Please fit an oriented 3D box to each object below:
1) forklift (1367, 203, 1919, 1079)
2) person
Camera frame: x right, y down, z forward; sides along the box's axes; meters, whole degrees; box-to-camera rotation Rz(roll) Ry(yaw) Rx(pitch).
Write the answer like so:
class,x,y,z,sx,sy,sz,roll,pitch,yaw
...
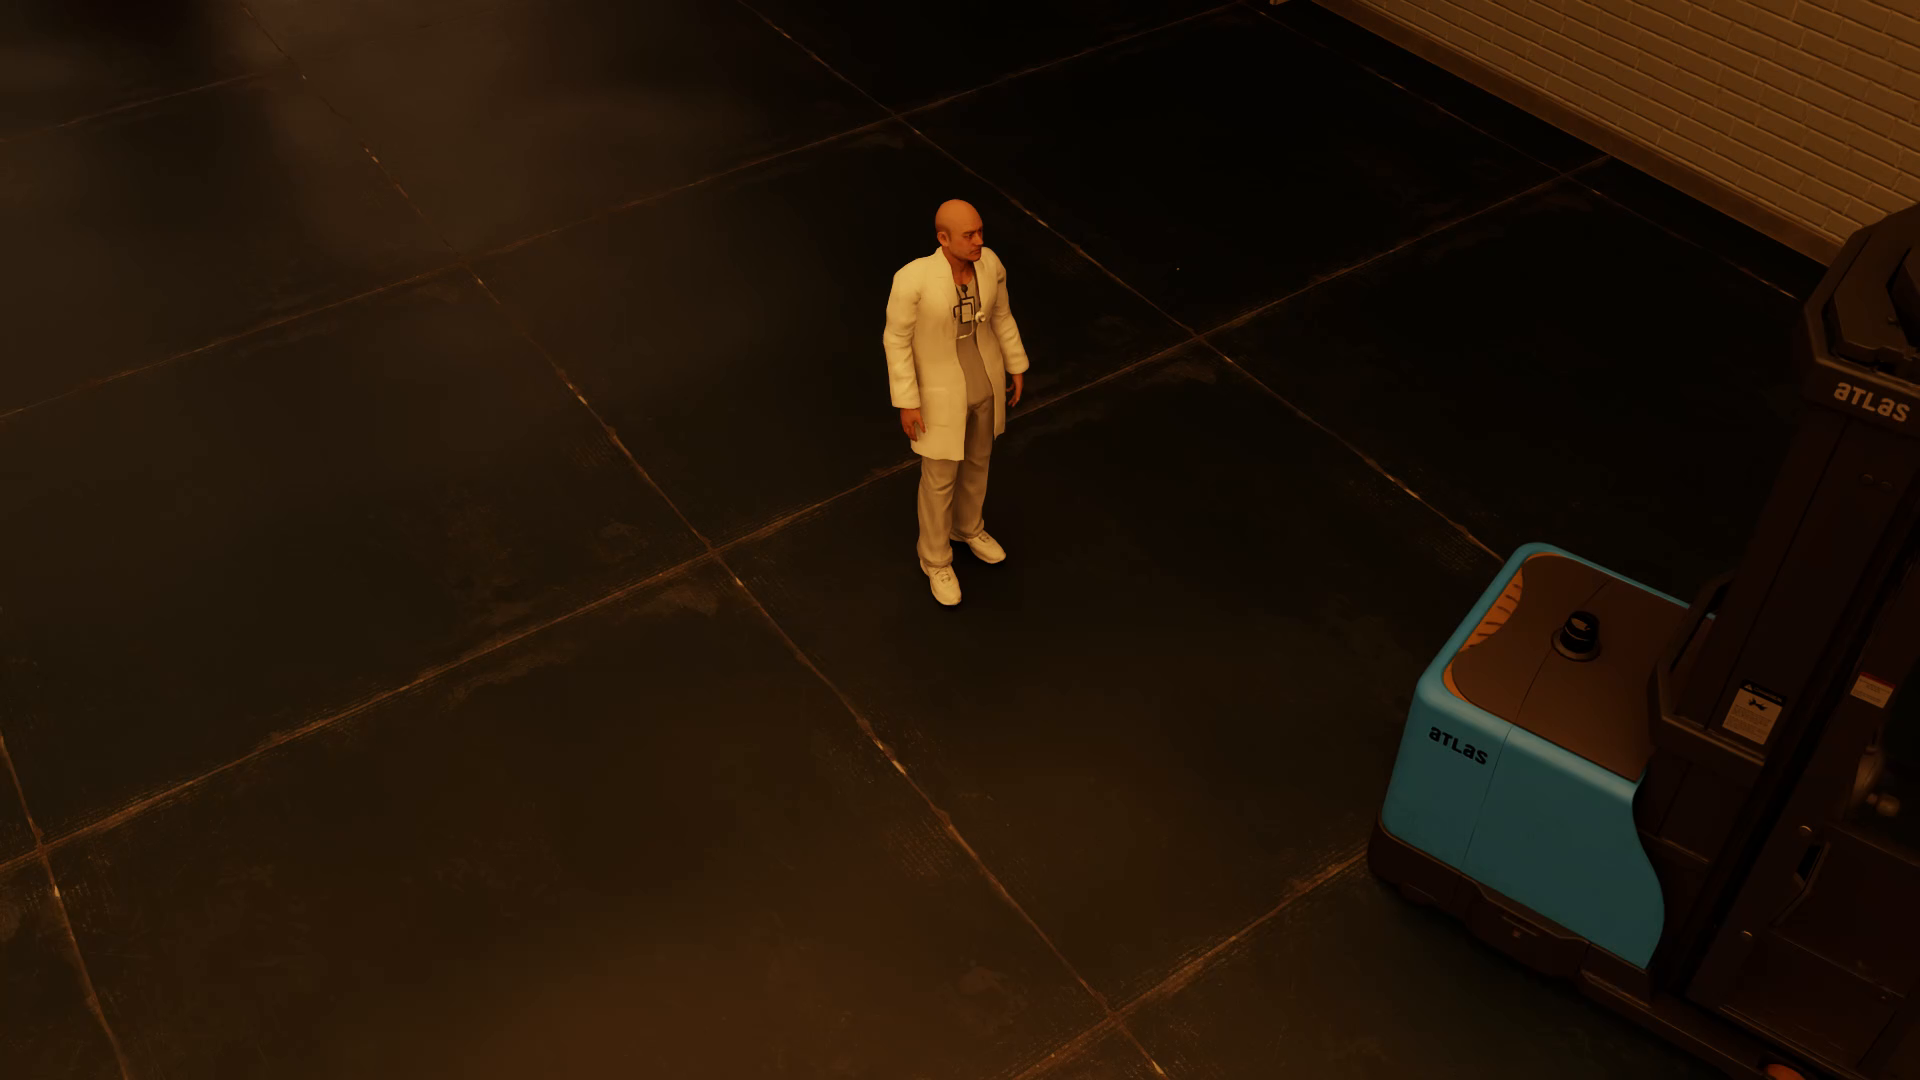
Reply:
class,x,y,z,sx,sy,sz,roll,pitch,yaw
forklift,3.056,0.559,5.109,3.031,2.935,1.130,27,49,26
person,0.047,-0.607,7.214,0.696,1.776,0.581,-25,48,-25
